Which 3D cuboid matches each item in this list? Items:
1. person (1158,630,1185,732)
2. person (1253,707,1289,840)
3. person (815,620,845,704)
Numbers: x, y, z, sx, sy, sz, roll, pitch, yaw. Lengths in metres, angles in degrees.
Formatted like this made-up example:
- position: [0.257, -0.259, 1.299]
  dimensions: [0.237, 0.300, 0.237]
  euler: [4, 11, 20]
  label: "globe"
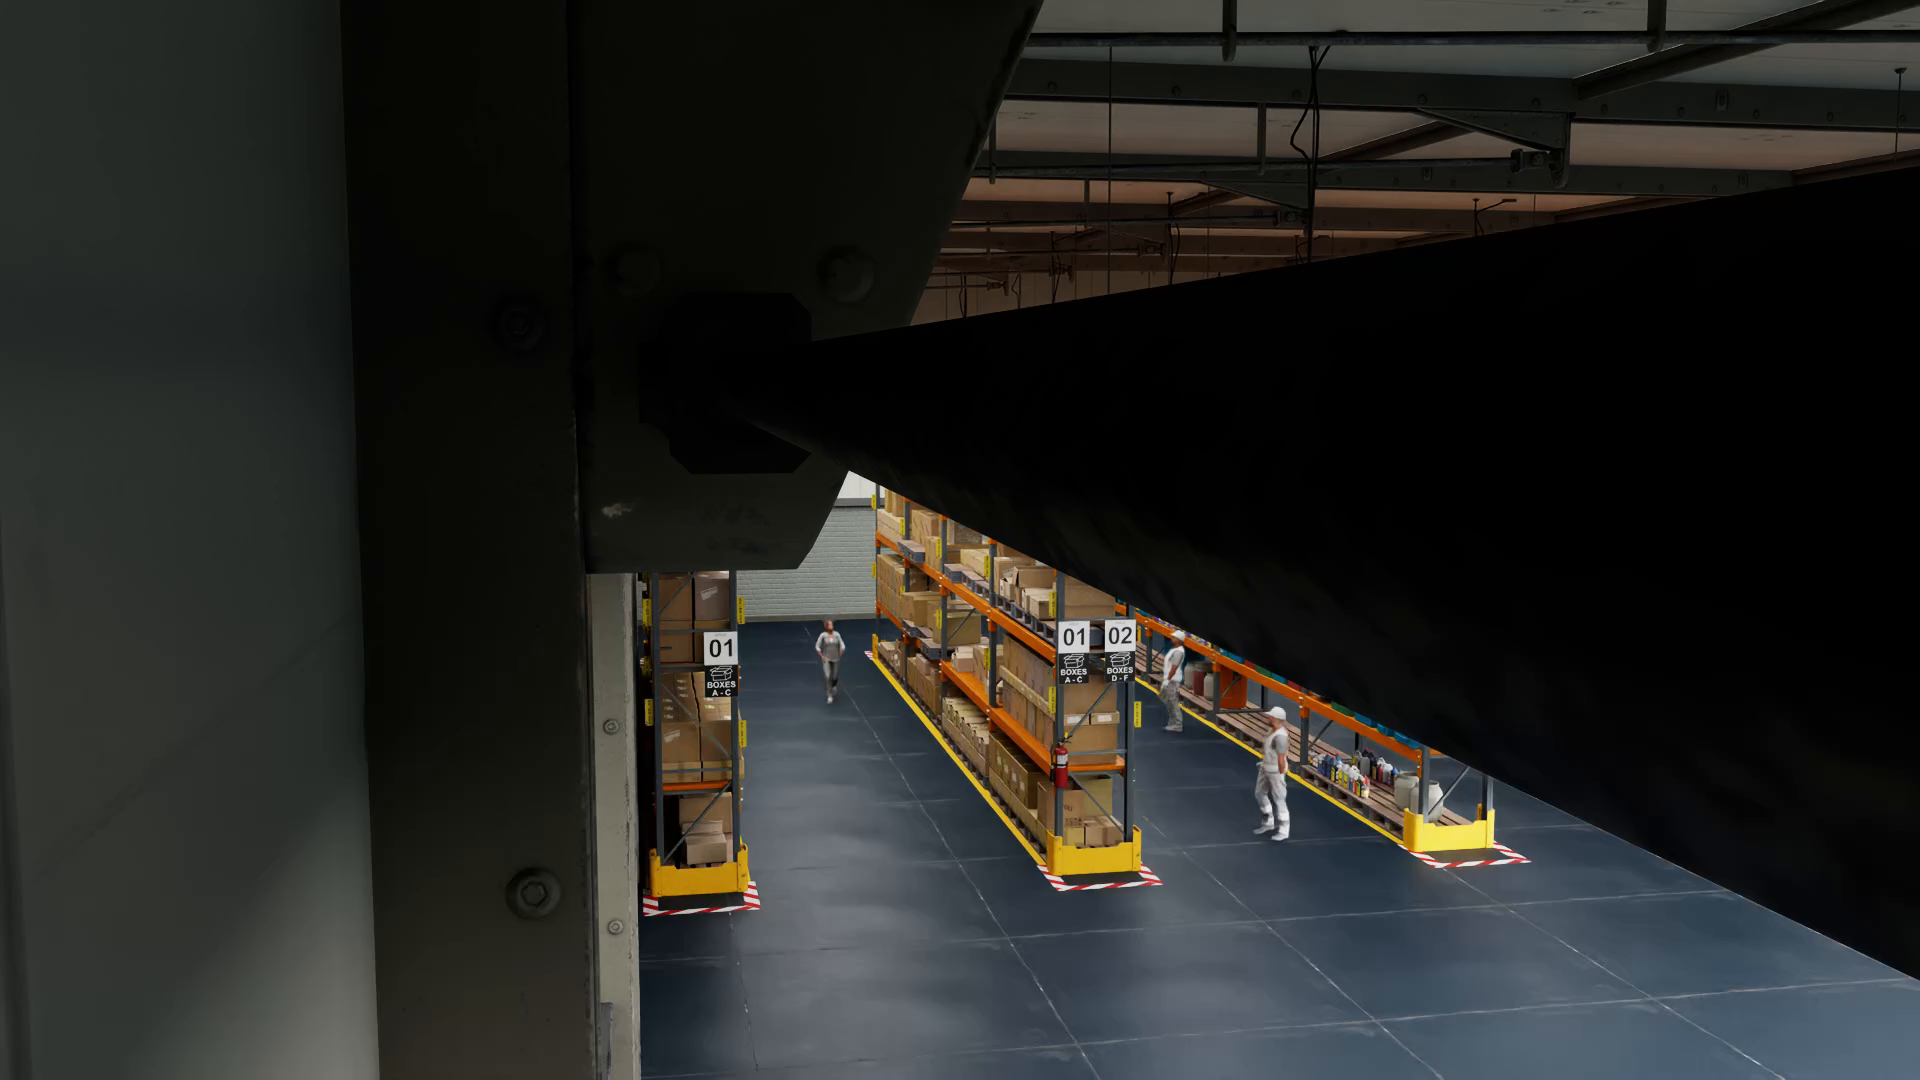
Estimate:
- position: [3.678, 2.477, 29.075]
  dimensions: [0.481, 1.806, 0.622]
  euler: [2, 6, 17]
  label: "person"
- position: [4.215, 3.125, 22.460]
  dimensions: [0.367, 1.805, 0.695]
  euler: [-2, 6, -15]
  label: "person"
- position: [-2.483, 2.310, 31.798]
  dimensions: [0.566, 1.579, 0.648]
  euler: [-1, 6, -5]
  label: "person"
